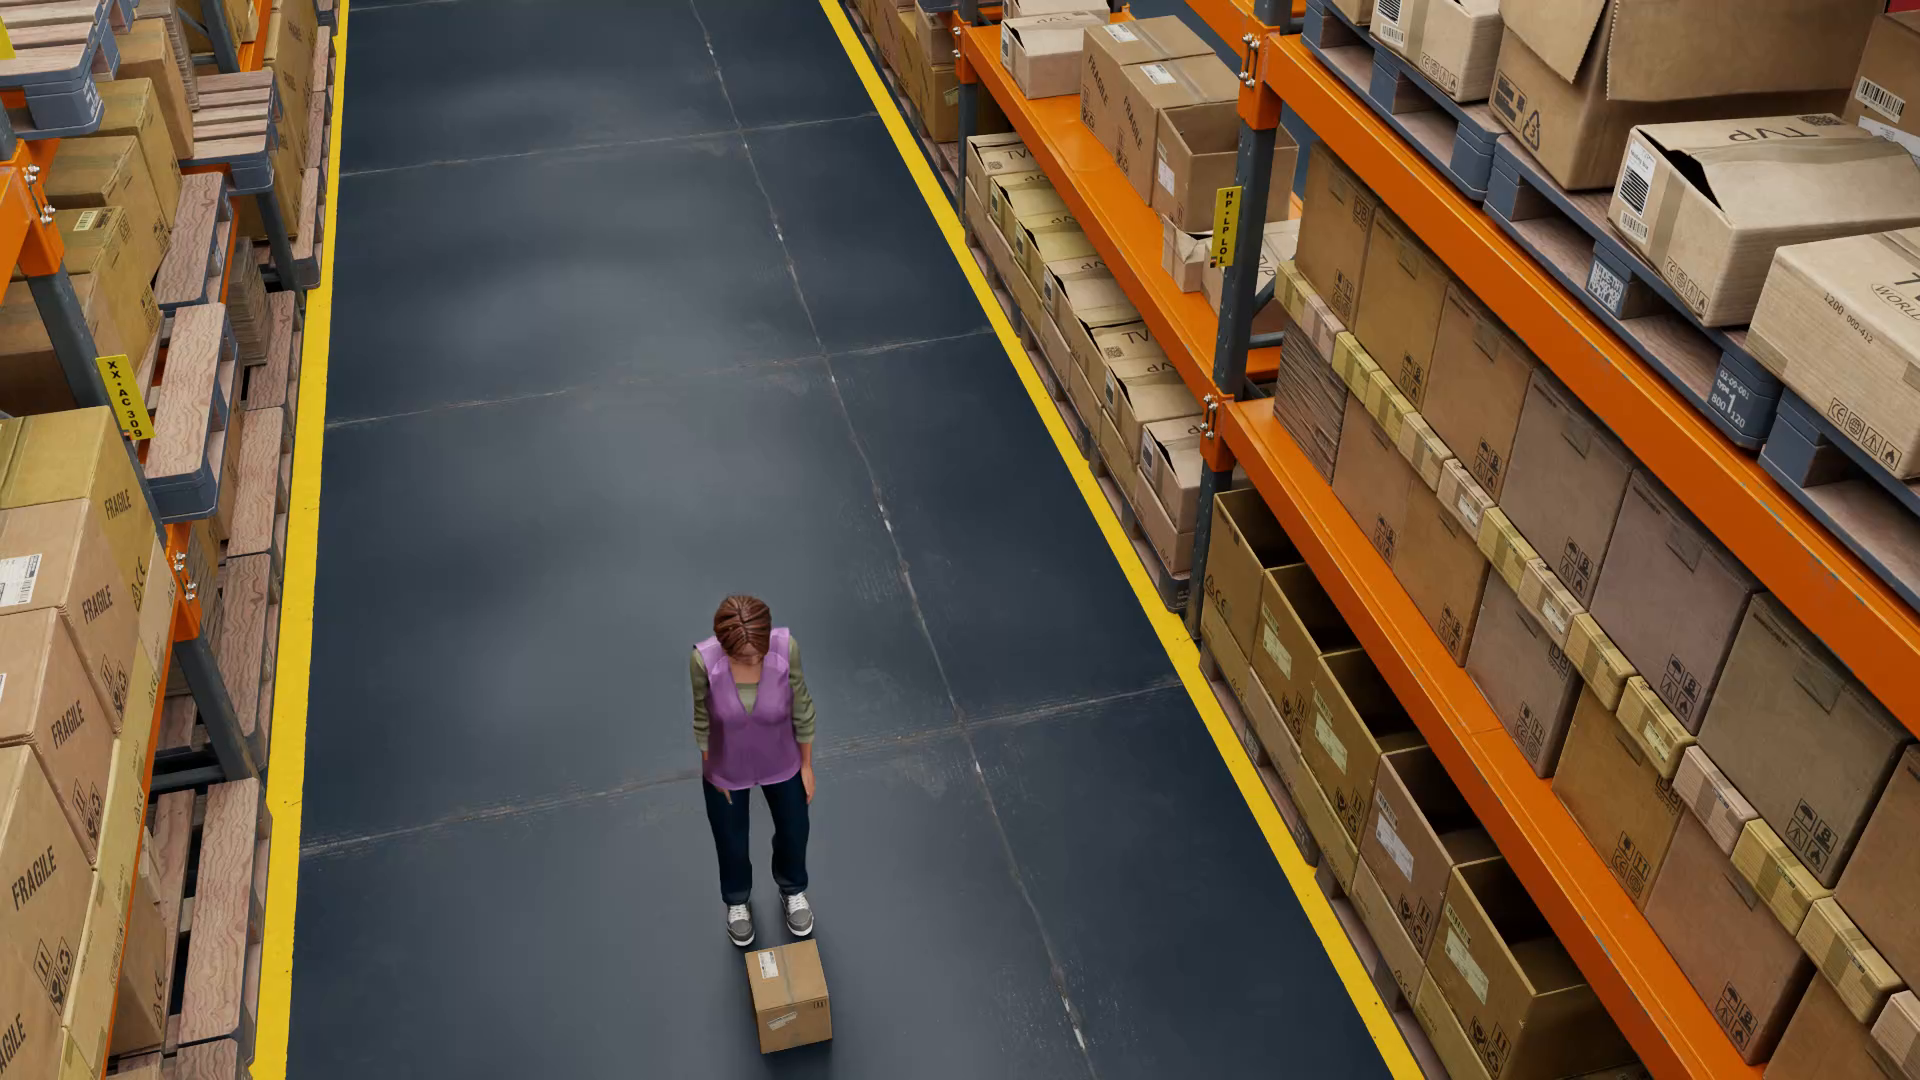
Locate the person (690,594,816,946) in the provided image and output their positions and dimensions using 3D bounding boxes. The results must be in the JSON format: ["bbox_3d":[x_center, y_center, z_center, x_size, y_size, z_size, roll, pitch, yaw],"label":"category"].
[{"bbox_3d":[-0.695,0.788,5.765,0.412,1.570,0.316,-9,40,-11],"label":"person"}]
